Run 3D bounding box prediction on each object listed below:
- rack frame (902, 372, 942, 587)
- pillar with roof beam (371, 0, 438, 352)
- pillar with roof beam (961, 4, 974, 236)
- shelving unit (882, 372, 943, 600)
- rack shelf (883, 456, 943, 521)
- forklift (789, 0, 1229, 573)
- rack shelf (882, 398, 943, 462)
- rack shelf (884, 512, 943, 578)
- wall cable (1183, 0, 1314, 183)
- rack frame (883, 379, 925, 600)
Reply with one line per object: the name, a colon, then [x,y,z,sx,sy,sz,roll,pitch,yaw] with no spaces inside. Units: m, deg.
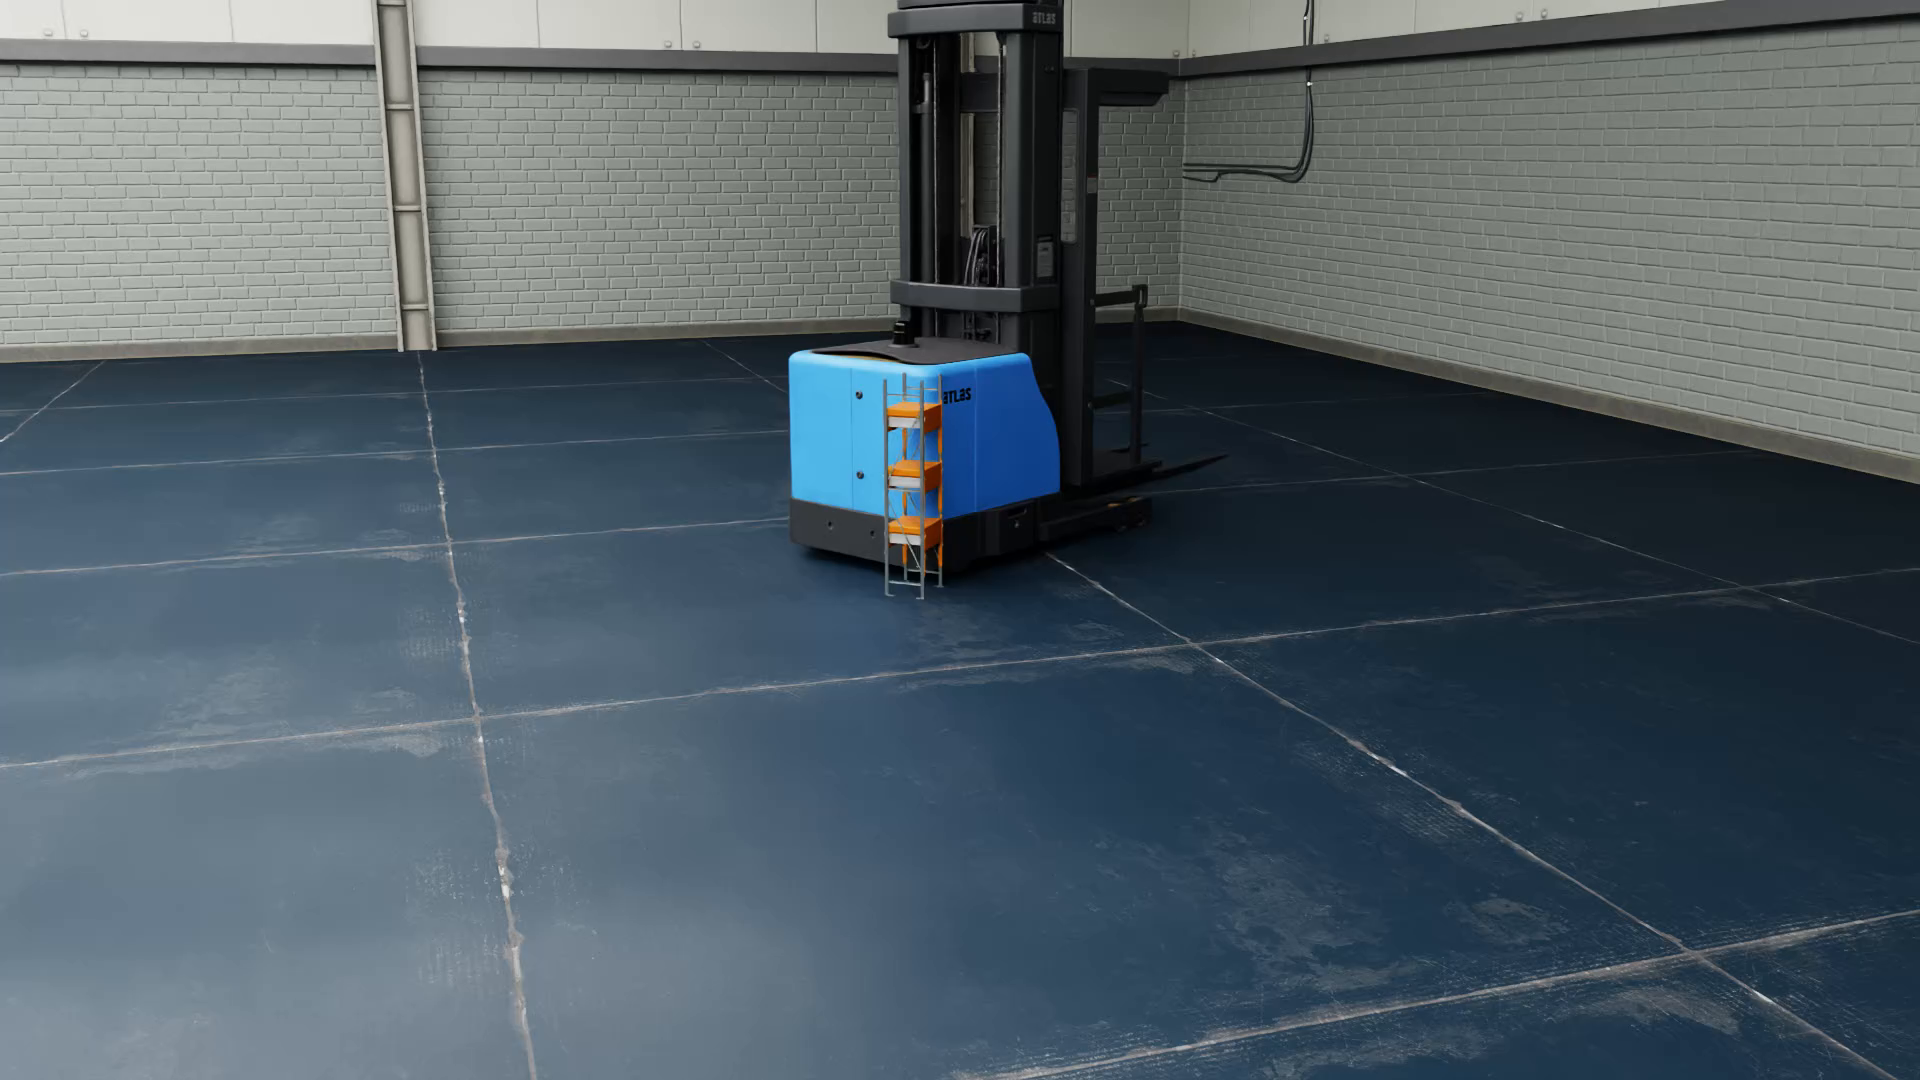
rack frame: [-0.182,-0.287,8.079,0.200,1.050,0.008,5,14,19]
pillar with roof beam: [-4.387,-5.460,12.652,0.400,9.000,9.100,-4,14,-18]
pillar with roof beam: [1.300,-5.903,14.514,0.400,9.000,9.100,-4,14,-18]
shelving unit: [-0.223,-0.260,7.967,0.215,1.050,0.252,5,14,19]
rack shelf: [-0.223,-0.250,7.970,0.215,0.259,0.240,5,14,19]
forklift: [0.447,-1.539,9.278,1.130,2.935,3.031,11,18,40]
rack shelf: [-0.223,-0.526,7.904,0.215,0.259,0.240,5,14,19]
rack shelf: [-0.223,0.021,8.034,0.215,0.259,0.240,5,14,19]
wall cable: [3.140,-5.264,18.538,0.112,2.526,3.097,-4,14,-18]
rack frame: [-0.265,-0.233,7.856,0.200,1.050,0.008,5,14,19]
